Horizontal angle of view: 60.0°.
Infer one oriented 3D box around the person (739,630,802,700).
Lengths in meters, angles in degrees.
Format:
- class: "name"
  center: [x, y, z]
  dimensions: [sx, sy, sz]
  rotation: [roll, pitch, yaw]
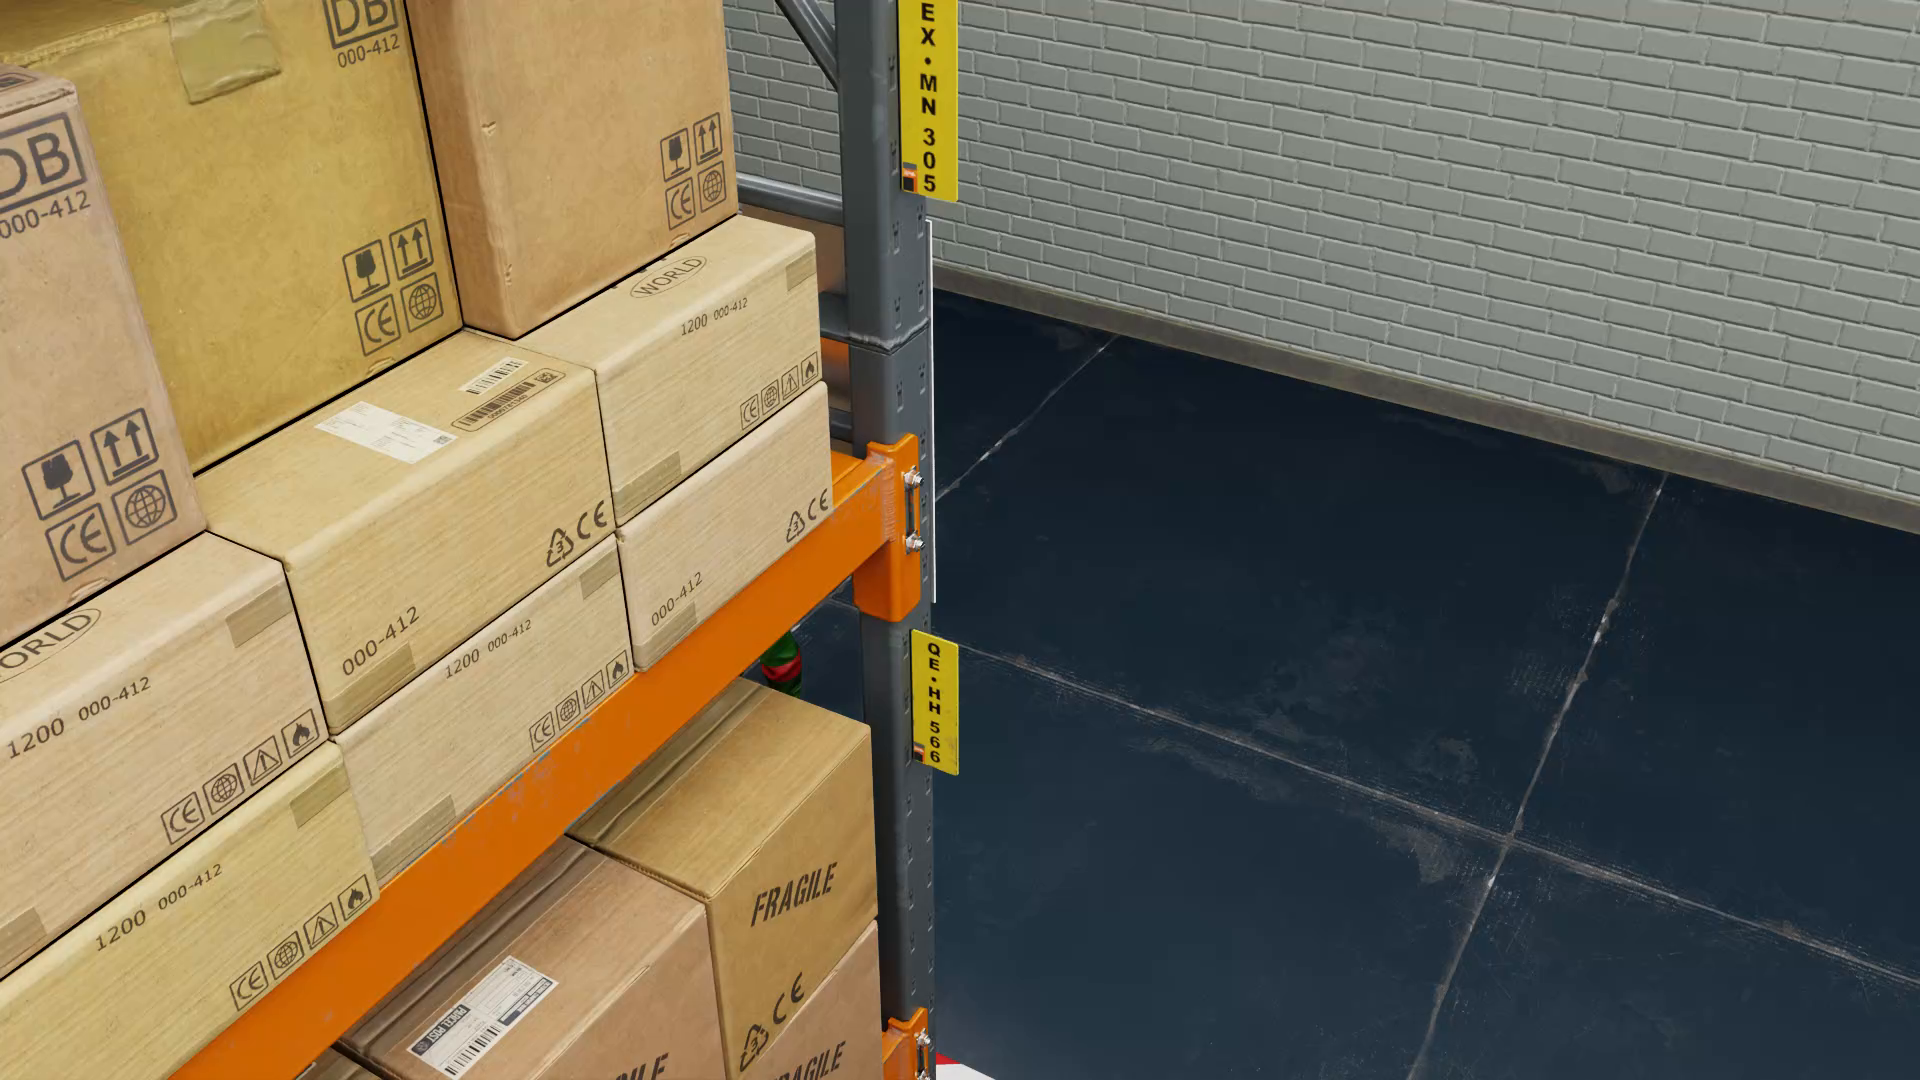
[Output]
- class: "person"
  center: [-0.820, -0.042, 6.140]
  dimensions: [0.579, 1.720, 0.453]
  rotation: [18, 38, 24]
